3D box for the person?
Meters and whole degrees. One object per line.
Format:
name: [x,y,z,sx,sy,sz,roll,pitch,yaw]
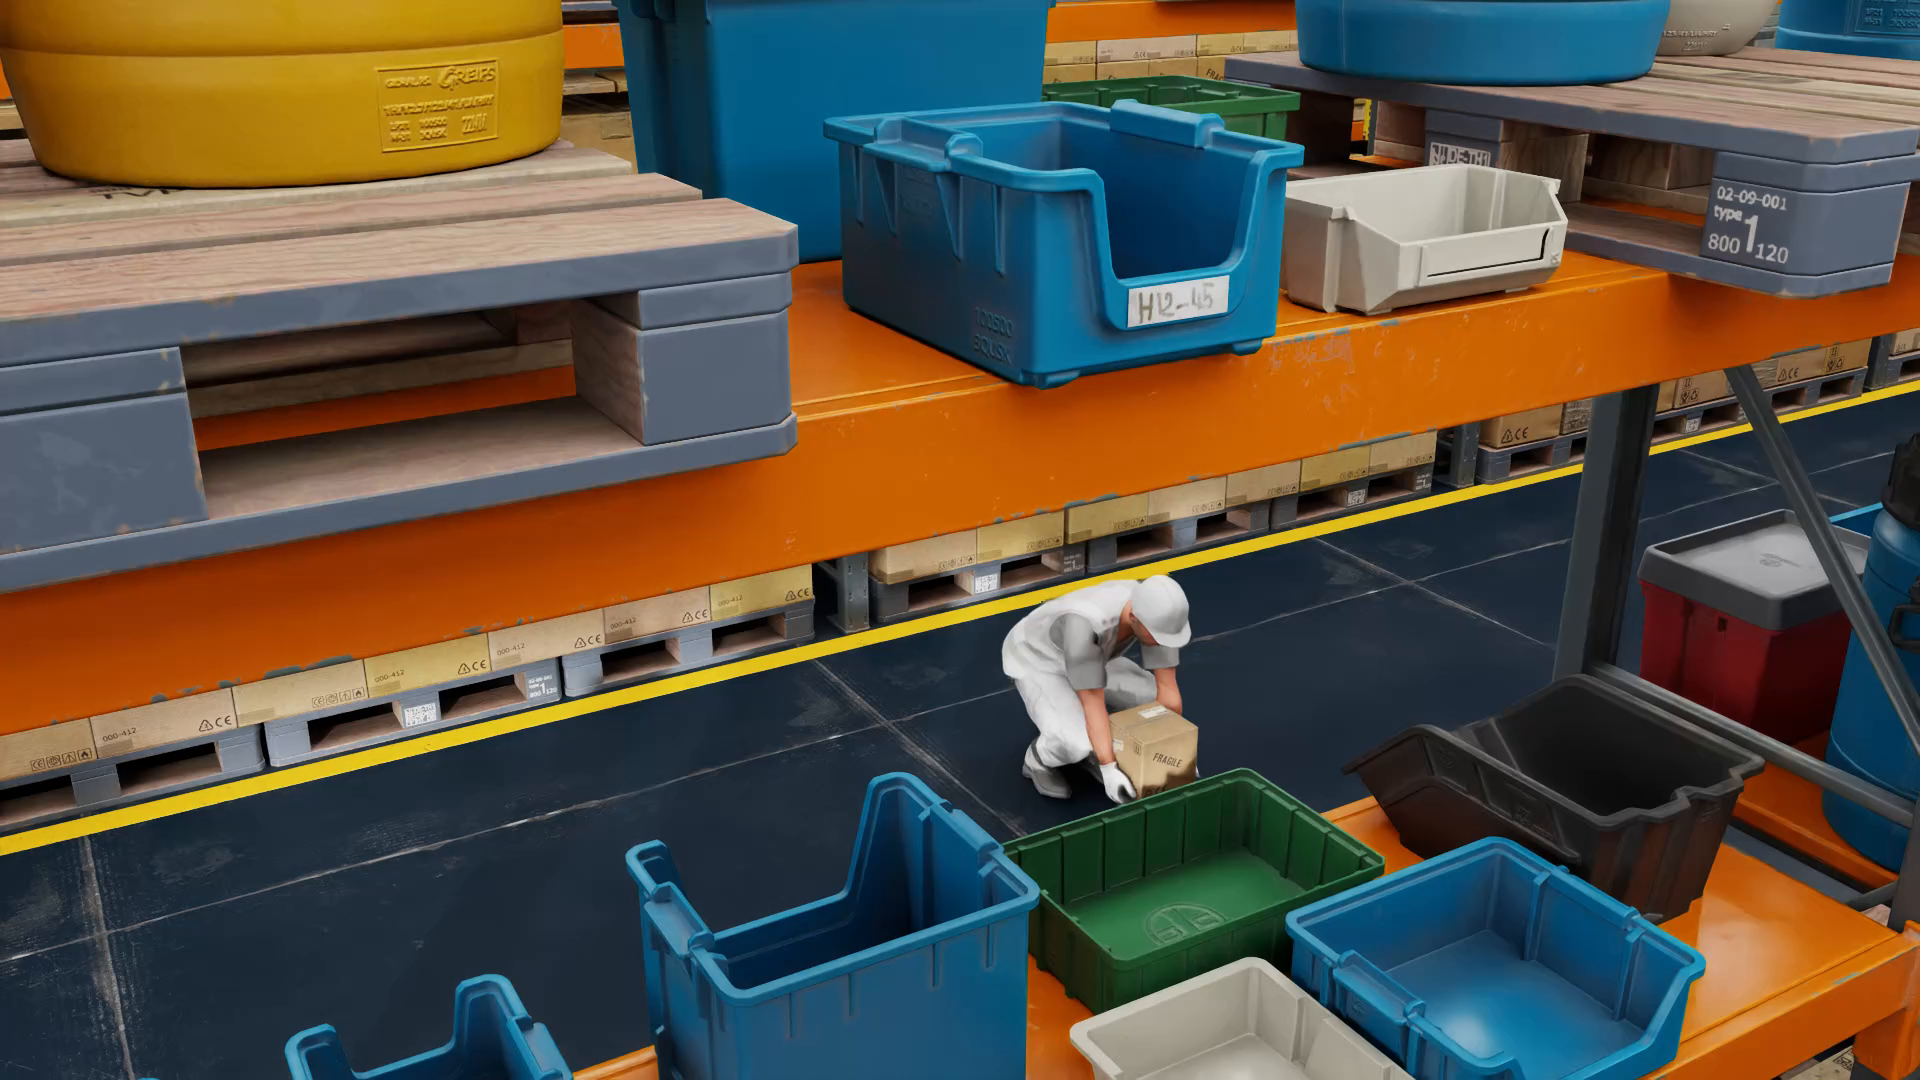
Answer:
person: [0.536,0.518,6.325,0.547,1.002,0.882,-13,25,-29]
